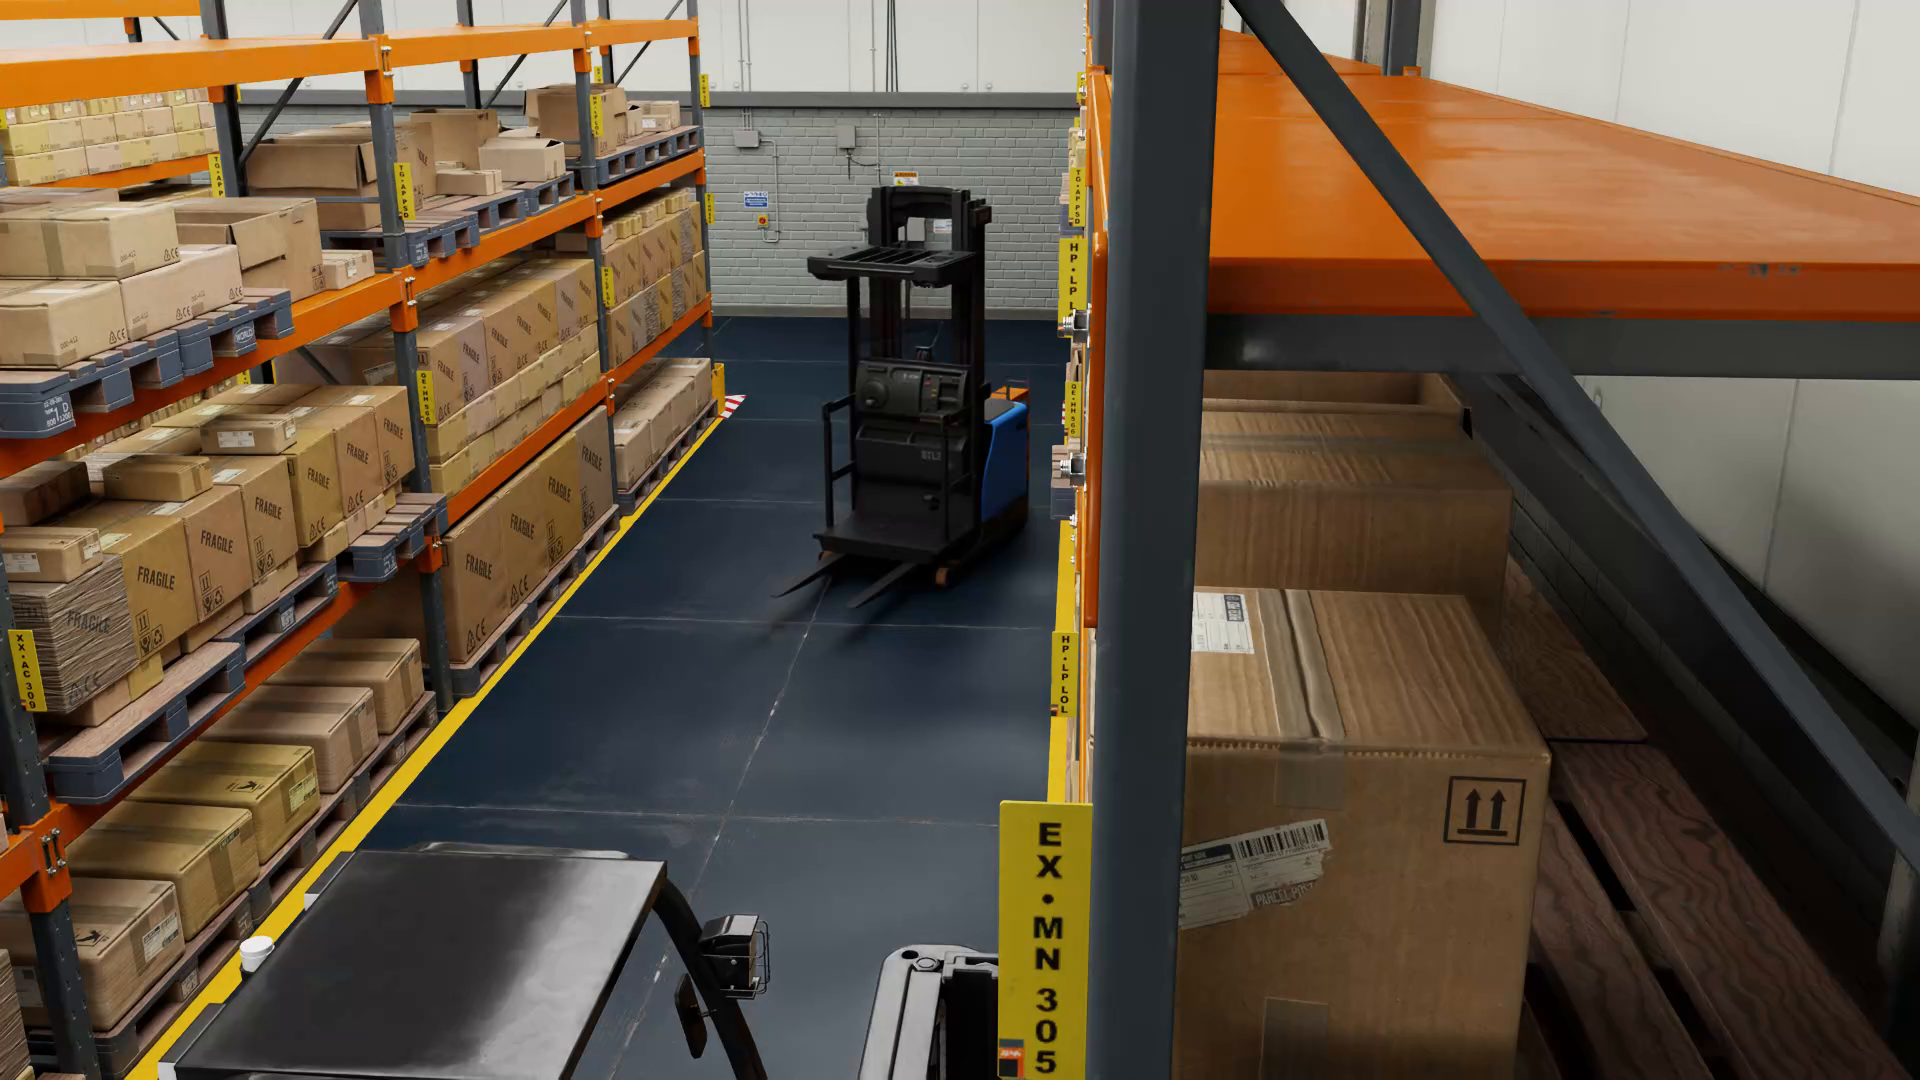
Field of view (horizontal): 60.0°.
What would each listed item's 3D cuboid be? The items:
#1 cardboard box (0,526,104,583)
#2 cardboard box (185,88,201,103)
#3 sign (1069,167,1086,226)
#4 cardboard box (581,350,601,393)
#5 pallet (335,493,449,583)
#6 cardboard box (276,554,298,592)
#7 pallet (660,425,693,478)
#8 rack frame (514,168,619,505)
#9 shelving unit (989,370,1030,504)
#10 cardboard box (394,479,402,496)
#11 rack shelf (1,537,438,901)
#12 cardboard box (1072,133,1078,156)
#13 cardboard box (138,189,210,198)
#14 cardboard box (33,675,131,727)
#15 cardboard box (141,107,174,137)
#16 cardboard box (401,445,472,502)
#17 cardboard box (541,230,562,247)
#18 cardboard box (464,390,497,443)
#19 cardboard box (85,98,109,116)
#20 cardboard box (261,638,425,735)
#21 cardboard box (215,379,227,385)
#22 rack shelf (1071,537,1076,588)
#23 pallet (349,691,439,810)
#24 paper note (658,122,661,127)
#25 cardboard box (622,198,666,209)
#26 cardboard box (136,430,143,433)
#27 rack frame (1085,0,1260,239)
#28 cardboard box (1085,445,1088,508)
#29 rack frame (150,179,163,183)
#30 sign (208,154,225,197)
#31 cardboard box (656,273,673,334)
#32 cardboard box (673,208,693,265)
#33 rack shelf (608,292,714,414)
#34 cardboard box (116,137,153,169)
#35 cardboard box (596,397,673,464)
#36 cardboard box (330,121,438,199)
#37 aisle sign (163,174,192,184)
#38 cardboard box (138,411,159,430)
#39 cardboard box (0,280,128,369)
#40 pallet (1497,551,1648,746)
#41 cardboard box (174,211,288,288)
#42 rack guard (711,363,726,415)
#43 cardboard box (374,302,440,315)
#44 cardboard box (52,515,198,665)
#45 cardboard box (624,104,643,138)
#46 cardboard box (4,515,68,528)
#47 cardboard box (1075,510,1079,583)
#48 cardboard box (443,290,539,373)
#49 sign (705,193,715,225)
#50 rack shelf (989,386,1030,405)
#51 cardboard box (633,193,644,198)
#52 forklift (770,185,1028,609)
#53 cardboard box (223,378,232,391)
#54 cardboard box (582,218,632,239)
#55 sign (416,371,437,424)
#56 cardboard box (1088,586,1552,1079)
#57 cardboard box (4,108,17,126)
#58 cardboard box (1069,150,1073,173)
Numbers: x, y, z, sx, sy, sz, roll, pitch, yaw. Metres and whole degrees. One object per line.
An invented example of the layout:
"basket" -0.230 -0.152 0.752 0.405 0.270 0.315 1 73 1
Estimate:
"cardboard box" -3.648 0.056 6.579 0.380 0.149 0.250 1 18 4
"cardboard box" -7.943 -4.511 16.854 0.380 0.149 0.250 2 18 5
"sign" 0.663 -1.925 9.334 0.100 0.325 0.005 1 18 4
"cardboard box" -3.241 -1.377 13.549 0.500 0.250 0.500 1 18 3
"pallet" -3.692 -0.036 9.524 1.213 0.211 1.003 1 18 4
"cardboard box" -3.568 0.159 8.350 0.380 0.149 0.250 1 18 2
"pallet" -3.243 -0.883 16.277 1.003 0.211 1.213 1 18 4
"rack frame" -3.461 -1.593 13.968 1.000 3.000 0.127 1 18 4
"shelving unit" 0.405 -0.834 14.542 0.258 1.200 0.503 8 20 22
"cardboard box" -3.536 -0.324 9.824 0.380 0.149 0.250 2 18 6
"rack shelf" -3.891 0.612 8.393 1.077 0.370 4.000 1 18 4
"cardboard box" 1.023 -2.933 12.330 0.380 0.149 0.250 1 18 3
"cardboard box" -7.940 -3.274 16.853 0.500 0.500 0.500 1 18 2
"cardboard box" -3.679 0.647 6.862 0.380 0.149 0.250 2 18 5
"cardboard box" -7.973 -4.040 16.056 0.500 0.250 0.500 2 18 5
"cardboard box" -3.461 -0.426 10.647 0.500 0.250 0.500 1 18 3
"cardboard box" -3.629 -2.606 14.252 0.380 0.149 0.250 2 18 5
"cardboard box" -3.427 -0.830 11.076 0.500 0.250 0.500 2 18 5
"cardboard box" -8.001 -3.946 15.128 0.380 0.149 0.250 2 18 7
"cardboard box" -3.798 0.873 9.986 0.950 0.372 0.625 0 18 0
"cardboard box" -7.871 -1.712 17.280 0.380 0.149 0.250 1 18 3
"rack shelf" 1.060 0.722 8.059 1.077 0.370 4.000 1 18 4
"pallet" -3.805 1.217 9.871 1.003 0.211 1.213 1 18 4
"paper note" -2.744 -3.797 15.196 0.006 0.032 0.123 1 18 4
"cardboard box" -3.077 -3.232 16.162 0.380 0.149 0.250 1 18 3
"cardboard box" -8.006 -1.027 16.144 0.380 0.149 0.250 1 18 2
"rack frame" 1.204 -3.092 8.908 1.000 3.000 0.127 1 18 4
"cardboard box" 0.527 -0.181 4.409 0.380 0.149 0.250 2 18 6
"rack frame" -8.119 -2.915 18.001 1.000 3.000 0.127 1 18 4
"sign" -4.300 -2.075 9.663 0.100 0.325 0.005 1 18 4
"cardboard box" -3.047 -2.251 15.816 0.500 0.500 0.500 2 18 6
"cardboard box" -2.979 -3.040 16.618 0.500 0.500 0.500 1 18 4
"rack shelf" -3.317 -1.873 15.976 1.077 0.370 4.000 1 18 4
"cardboard box" -7.984 -3.644 15.650 0.500 0.250 0.500 2 18 6
"cardboard box" -3.245 -1.046 15.738 0.875 0.438 0.875 1 18 2
"cardboard box" -3.910 -2.577 11.319 0.500 0.500 0.500 1 18 4
"aisle sign" -8.412 -4.180 17.686 0.394 0.787 0.004 1 18 4
"cardboard box" -8.003 -1.167 16.093 0.380 0.149 0.250 1 18 3
"cardboard box" -3.592 -0.835 6.403 0.500 0.250 0.500 1 18 2
"pallet" 0.792 0.261 3.634 1.003 0.211 1.213 1 18 4
"cardboard box" -3.828 -1.351 8.246 0.797 0.503 0.637 1 18 4
"rack guard" -3.172 -1.655 18.172 1.175 0.500 0.348 1 18 4
"cardboard box" -3.901 -1.354 11.471 0.500 0.500 0.500 1 18 4
"cardboard box" -3.679 0.208 7.158 0.500 0.500 0.500 1 18 4
"cardboard box" -3.331 -4.002 15.810 0.500 0.311 0.500 2 18 5
"cardboard box" -4.196 0.200 7.182 0.500 0.500 0.500 1 18 4
"cardboard box" 0.836 0.042 8.415 0.500 0.250 0.500 1 18 3
"cardboard box" -3.350 -1.493 11.895 0.500 0.500 0.500 2 18 5
"sign" -2.634 -3.482 17.492 0.100 0.325 0.005 1 18 4
"rack shelf" 0.405 -1.208 14.420 0.258 0.148 0.480 8 20 22
"cardboard box" -3.423 -3.479 16.917 0.380 0.149 0.250 2 18 5
"forklift" -0.466 -1.172 12.794 1.130 2.935 3.031 8 20 22
"cardboard box" -7.944 -1.651 17.570 0.380 0.149 0.250 1 18 3
"cardboard box" -3.122 -2.753 14.698 0.380 0.149 0.250 1 18 4
"sign" -3.206 -0.854 9.981 0.100 0.325 0.005 1 18 4
"cardboard box" 0.419 0.380 2.132 0.500 0.500 0.500 2 18 6
"cardboard box" -8.143 -3.539 13.885 0.380 0.149 0.250 1 18 3
"cardboard box" 1.019 -2.873 12.626 0.380 0.149 0.250 1 18 5
